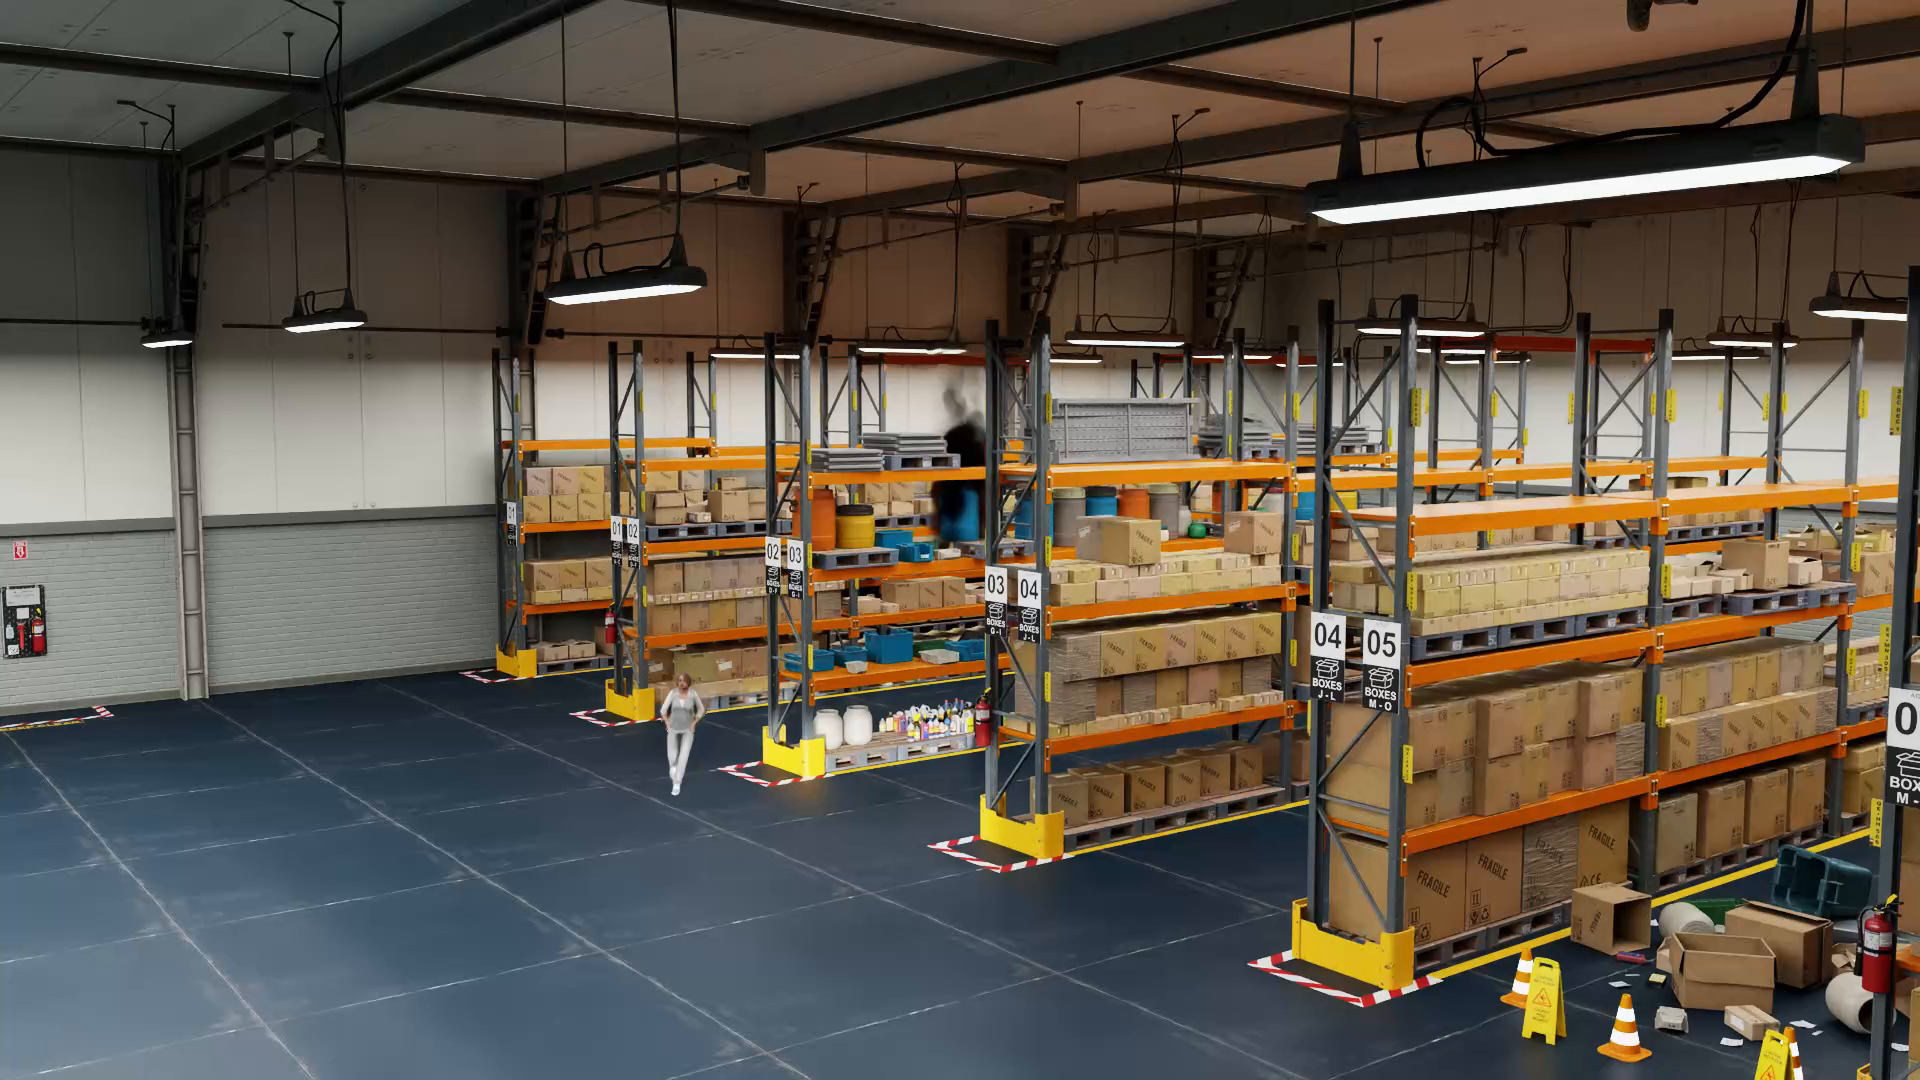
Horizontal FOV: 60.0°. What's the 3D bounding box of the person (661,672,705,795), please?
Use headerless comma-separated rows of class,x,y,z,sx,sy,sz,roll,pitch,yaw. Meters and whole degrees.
person,-3.615,2.497,21.687,0.561,1.567,0.574,-1,5,-6

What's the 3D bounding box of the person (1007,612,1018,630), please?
person,1.163,1.279,35.200,0.719,1.618,0.618,-4,6,-37
